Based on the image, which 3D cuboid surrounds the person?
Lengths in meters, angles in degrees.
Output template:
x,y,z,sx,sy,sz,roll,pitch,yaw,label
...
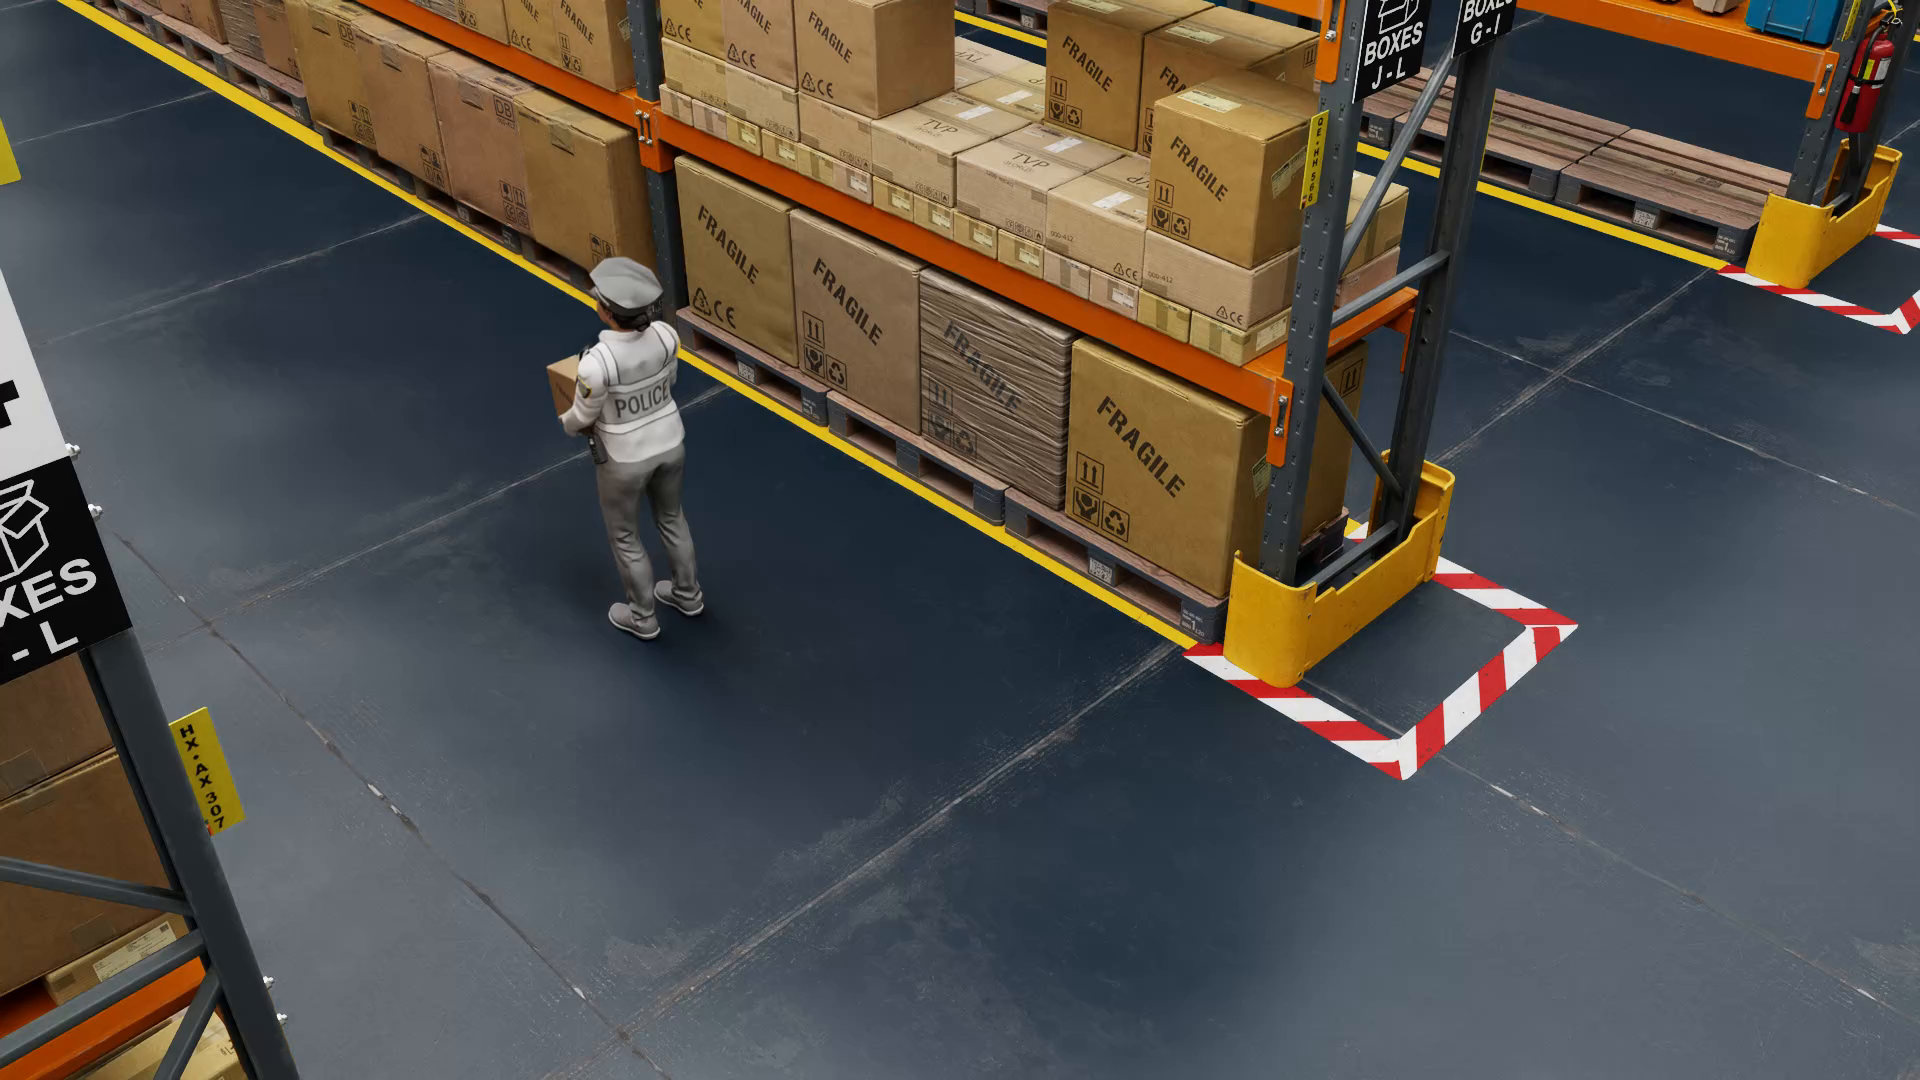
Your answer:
x,y,z,sx,sy,sz,roll,pitch,yaw,label
-1.330,-0.384,6.664,0.459,1.689,0.547,-30,45,-35,person
